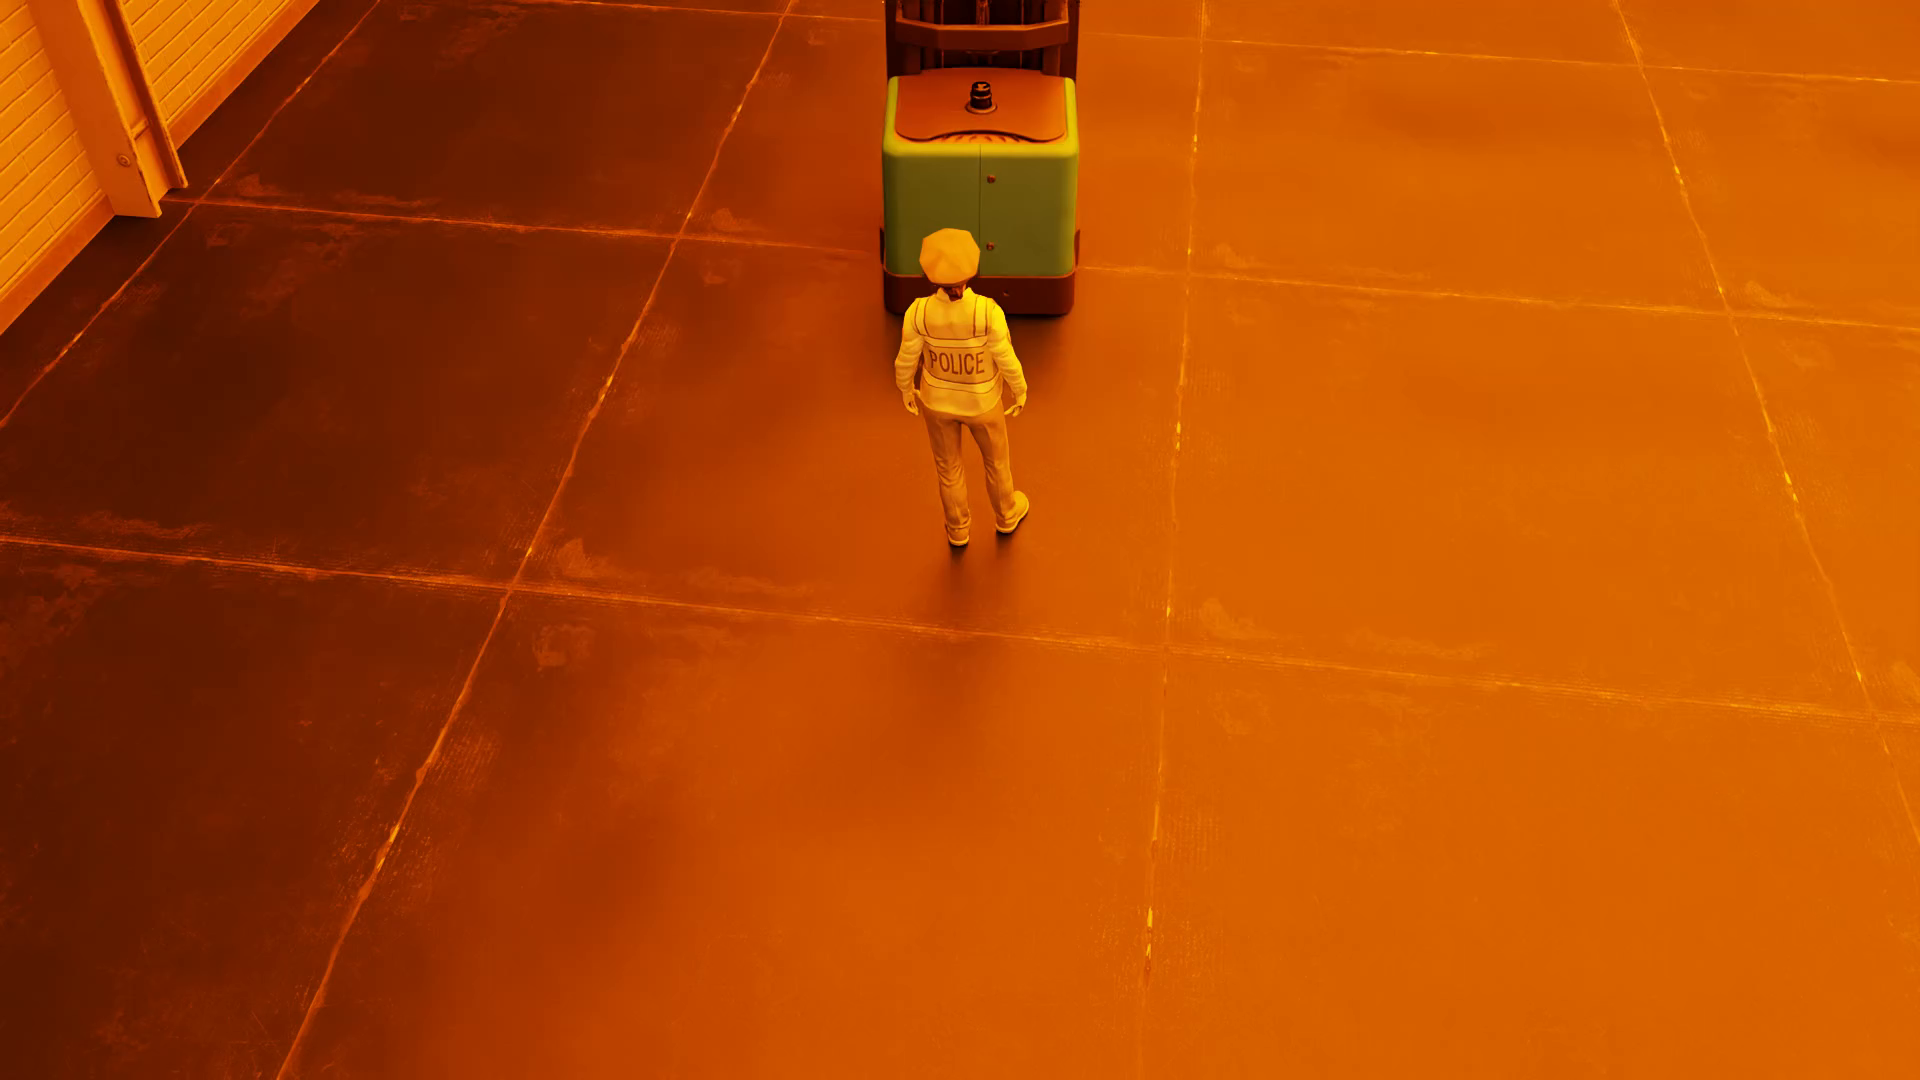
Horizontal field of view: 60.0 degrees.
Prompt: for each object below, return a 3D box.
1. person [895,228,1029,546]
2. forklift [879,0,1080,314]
[{"bbox_3d":[0.016,-0.675,7.362,0.588,1.695,0.531,5,43,6],"label":"person"},{"bbox_3d":[0.128,-3.294,9.310,1.130,2.935,3.031,1,43,1],"label":"forklift"}]
